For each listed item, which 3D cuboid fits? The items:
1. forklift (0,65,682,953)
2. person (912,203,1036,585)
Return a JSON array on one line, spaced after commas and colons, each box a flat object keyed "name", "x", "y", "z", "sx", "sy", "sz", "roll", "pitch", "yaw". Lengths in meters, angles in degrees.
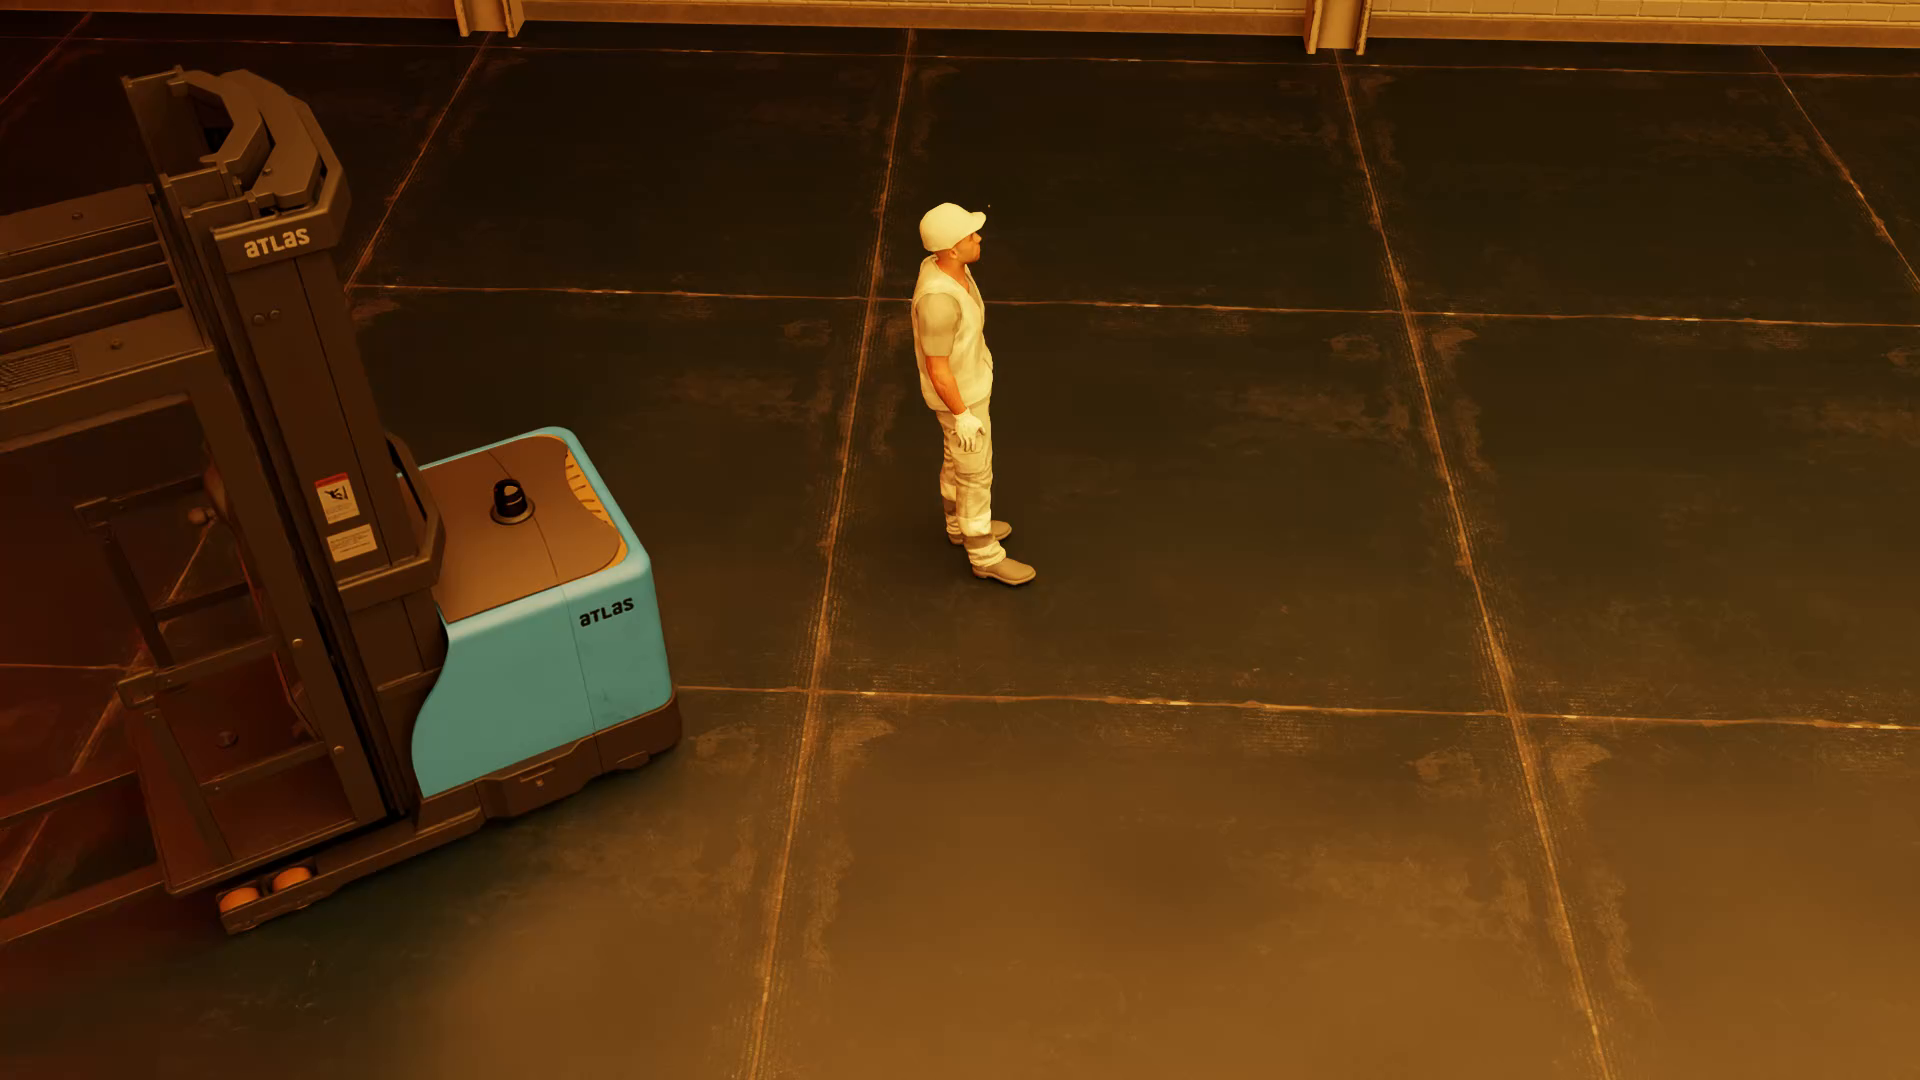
[{"name": "forklift", "x": -2.699, "y": -0.015, "z": 5.759, "sx": 3.031, "sy": 2.935, "sz": 1.130, "roll": -20, "pitch": 46, "yaw": -21}, {"name": "person", "x": 0.080, "y": -0.656, "z": 7.296, "sx": 0.562, "sy": 1.790, "sz": 0.637, "roll": 2, "pitch": 42, "yaw": 2}]
